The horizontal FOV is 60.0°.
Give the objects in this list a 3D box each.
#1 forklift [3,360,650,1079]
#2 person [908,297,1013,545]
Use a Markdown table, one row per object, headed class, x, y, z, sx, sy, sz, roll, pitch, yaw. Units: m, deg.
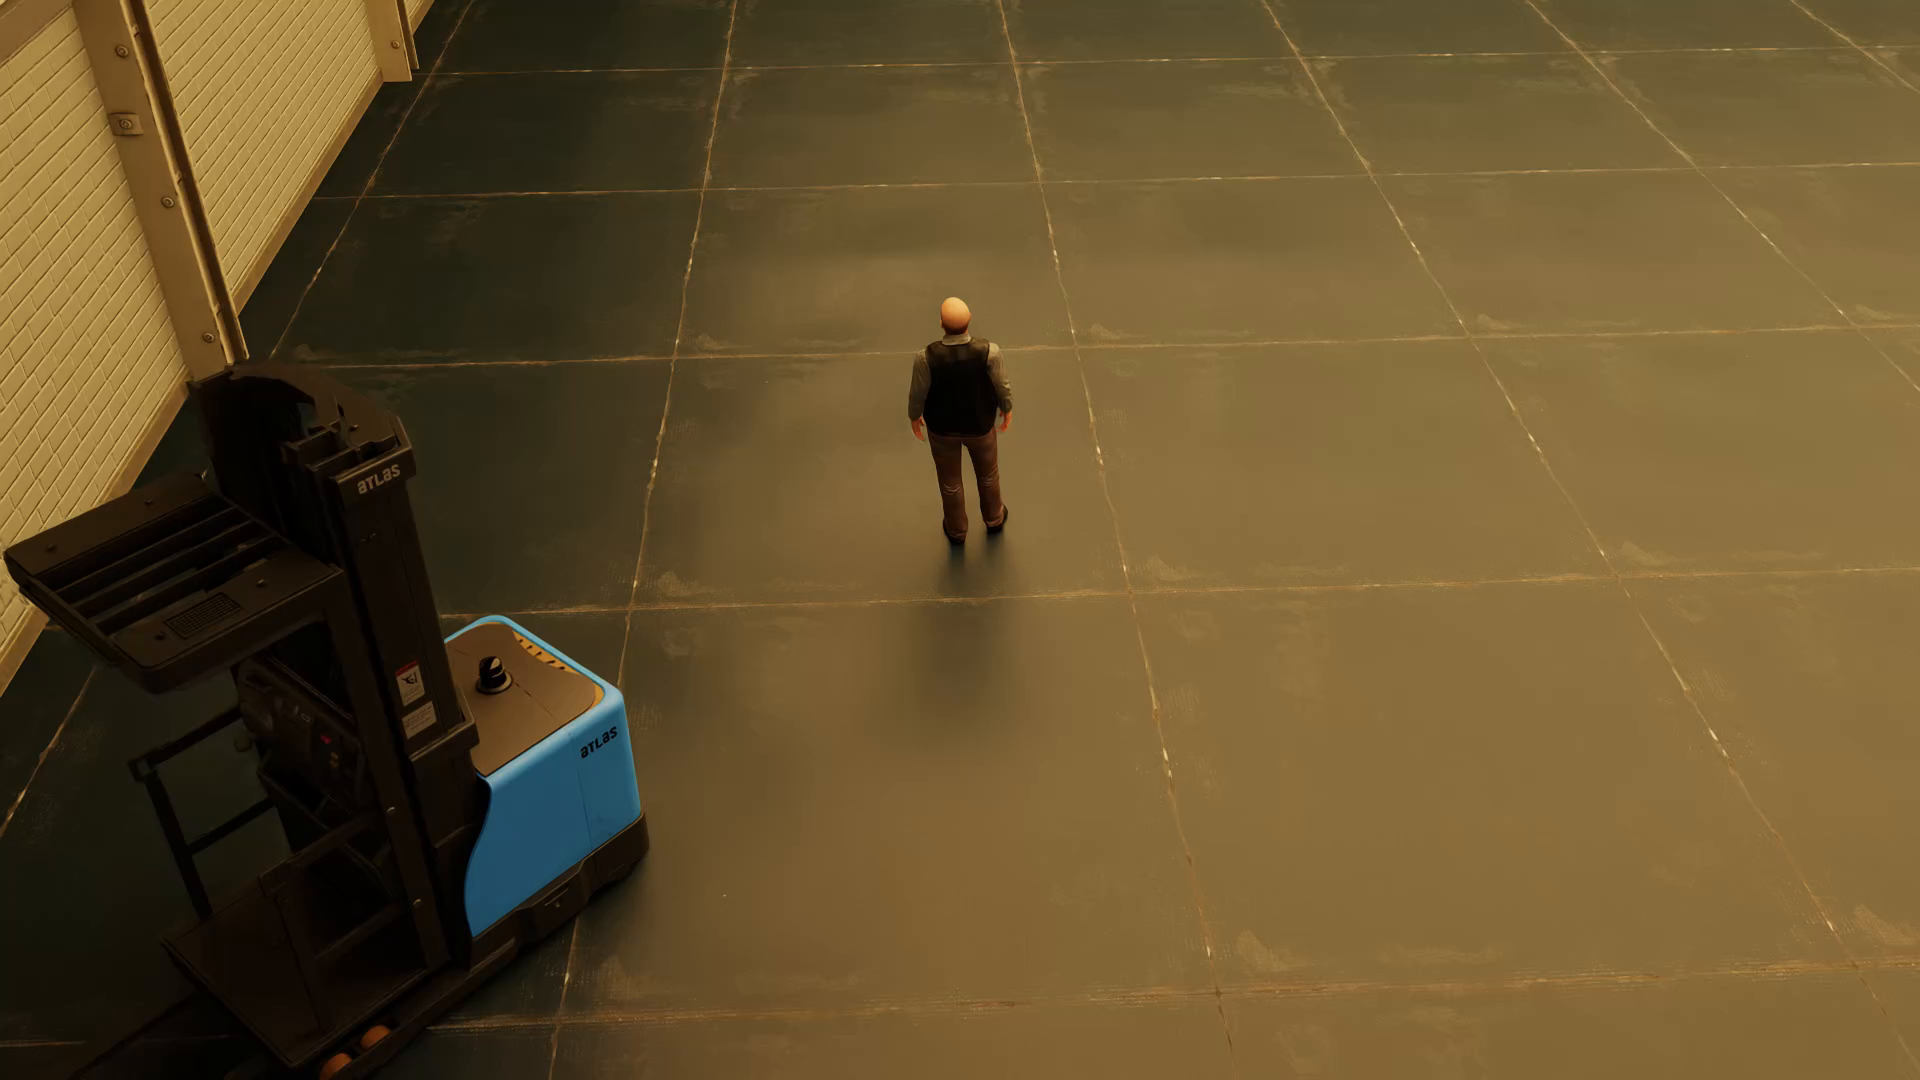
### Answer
| class | x | y | z | sx | sy | sz | roll | pitch | yaw |
| --- | --- | --- | --- | --- | --- | --- | --- | --- | --- |
| forklift | -2.880 | 0.874 | 6.811 | 1.130 | 2.935 | 3.031 | 26 | 44 | 31 |
| person | 0.004 | -0.739 | 10.040 | 0.634 | 1.722 | 0.566 | -2 | 36 | -2 |
